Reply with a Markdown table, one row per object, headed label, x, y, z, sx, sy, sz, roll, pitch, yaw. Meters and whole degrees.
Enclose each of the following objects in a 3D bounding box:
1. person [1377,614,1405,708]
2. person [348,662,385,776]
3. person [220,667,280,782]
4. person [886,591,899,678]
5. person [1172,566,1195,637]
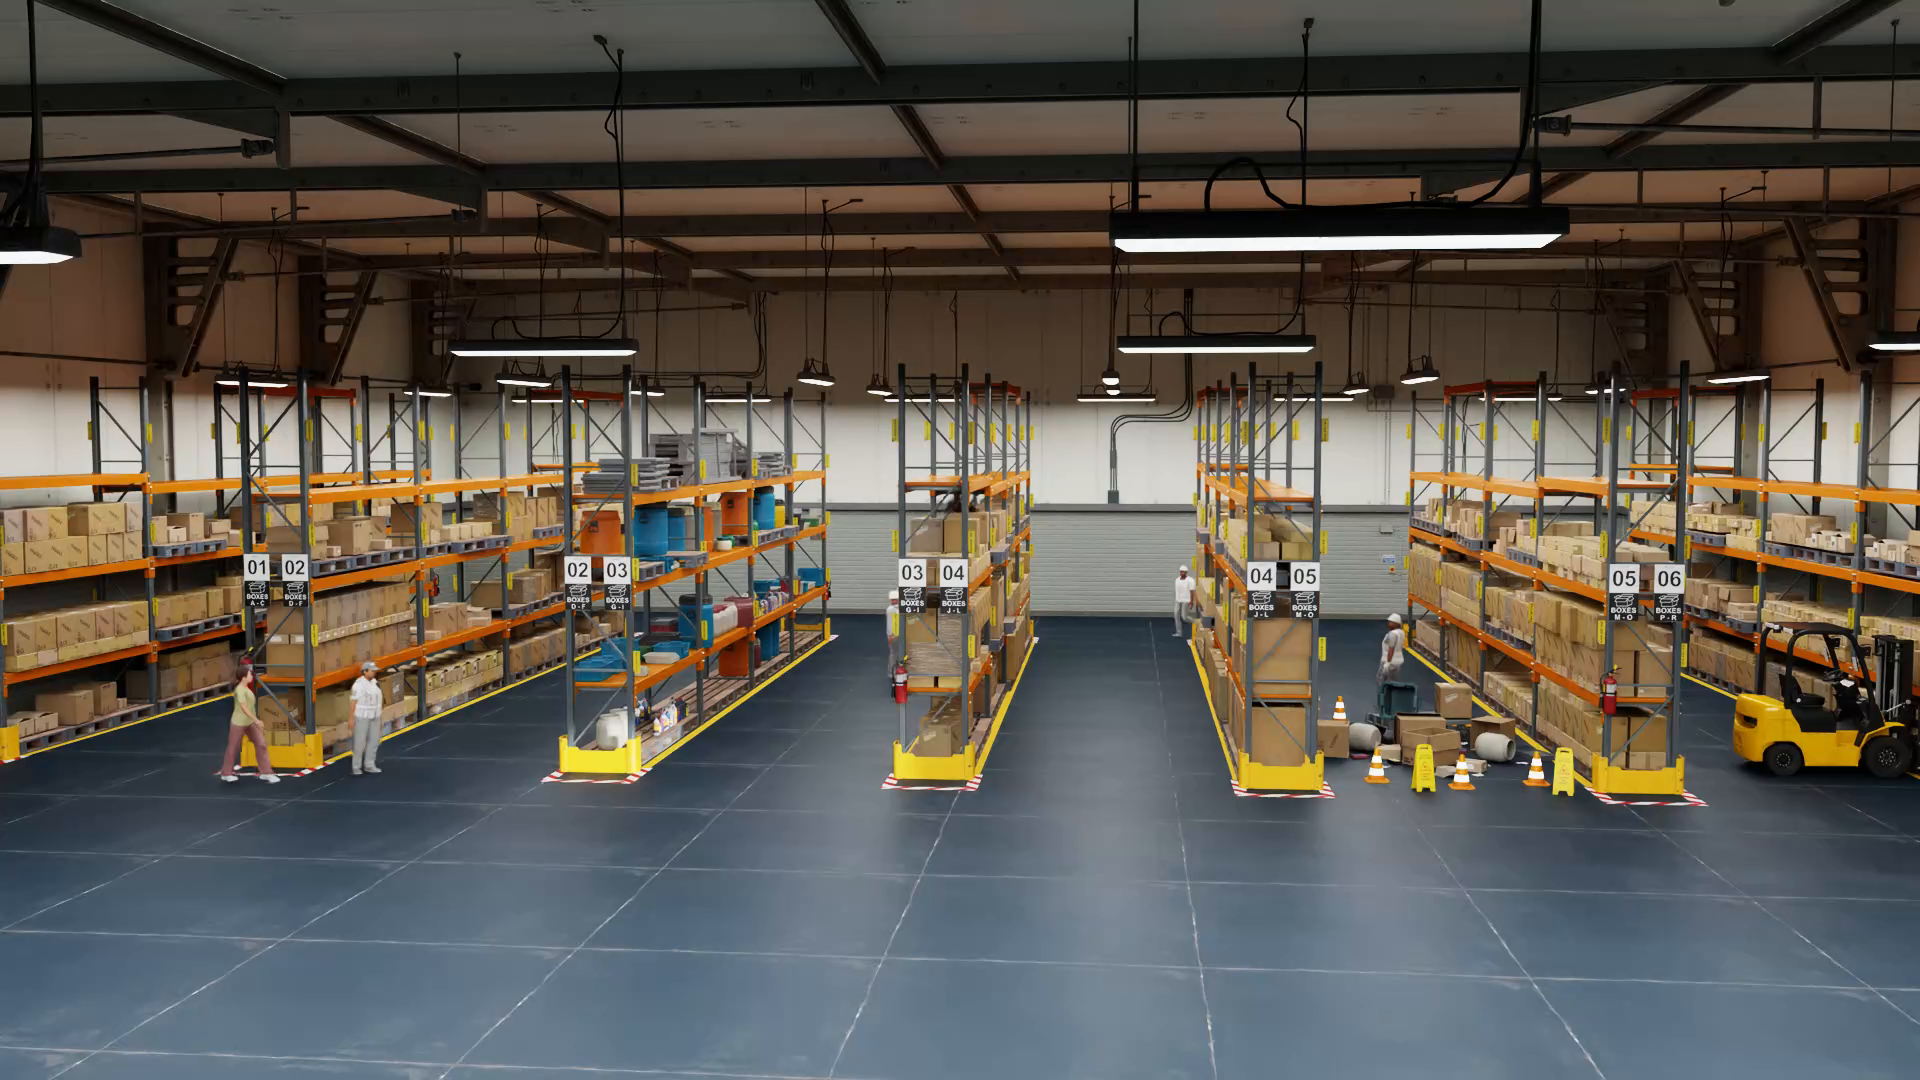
| label | x | y | z | sx | sy | sz | roll | pitch | yaw |
| --- | --- | --- | --- | --- | --- | --- | --- | --- | --- |
| person | 7.802 | 2.220 | 30.158 | 0.587 | 1.768 | 0.560 | -3 | 4 | -35 |
| person | -8.712 | 2.617 | 24.433 | 0.438 | 1.674 | 0.634 | 2 | 4 | 24 |
| person | -10.173 | 2.636 | 23.721 | 0.847 | 1.653 | 0.407 | 1 | 4 | 21 |
| person | -1.307 | 1.938 | 33.968 | 0.394 | 1.787 | 0.581 | 1 | 4 | 18 |
| person | 5.492 | 1.498 | 40.698 | 0.704 | 1.749 | 0.586 | -2 | 4 | -33 |
